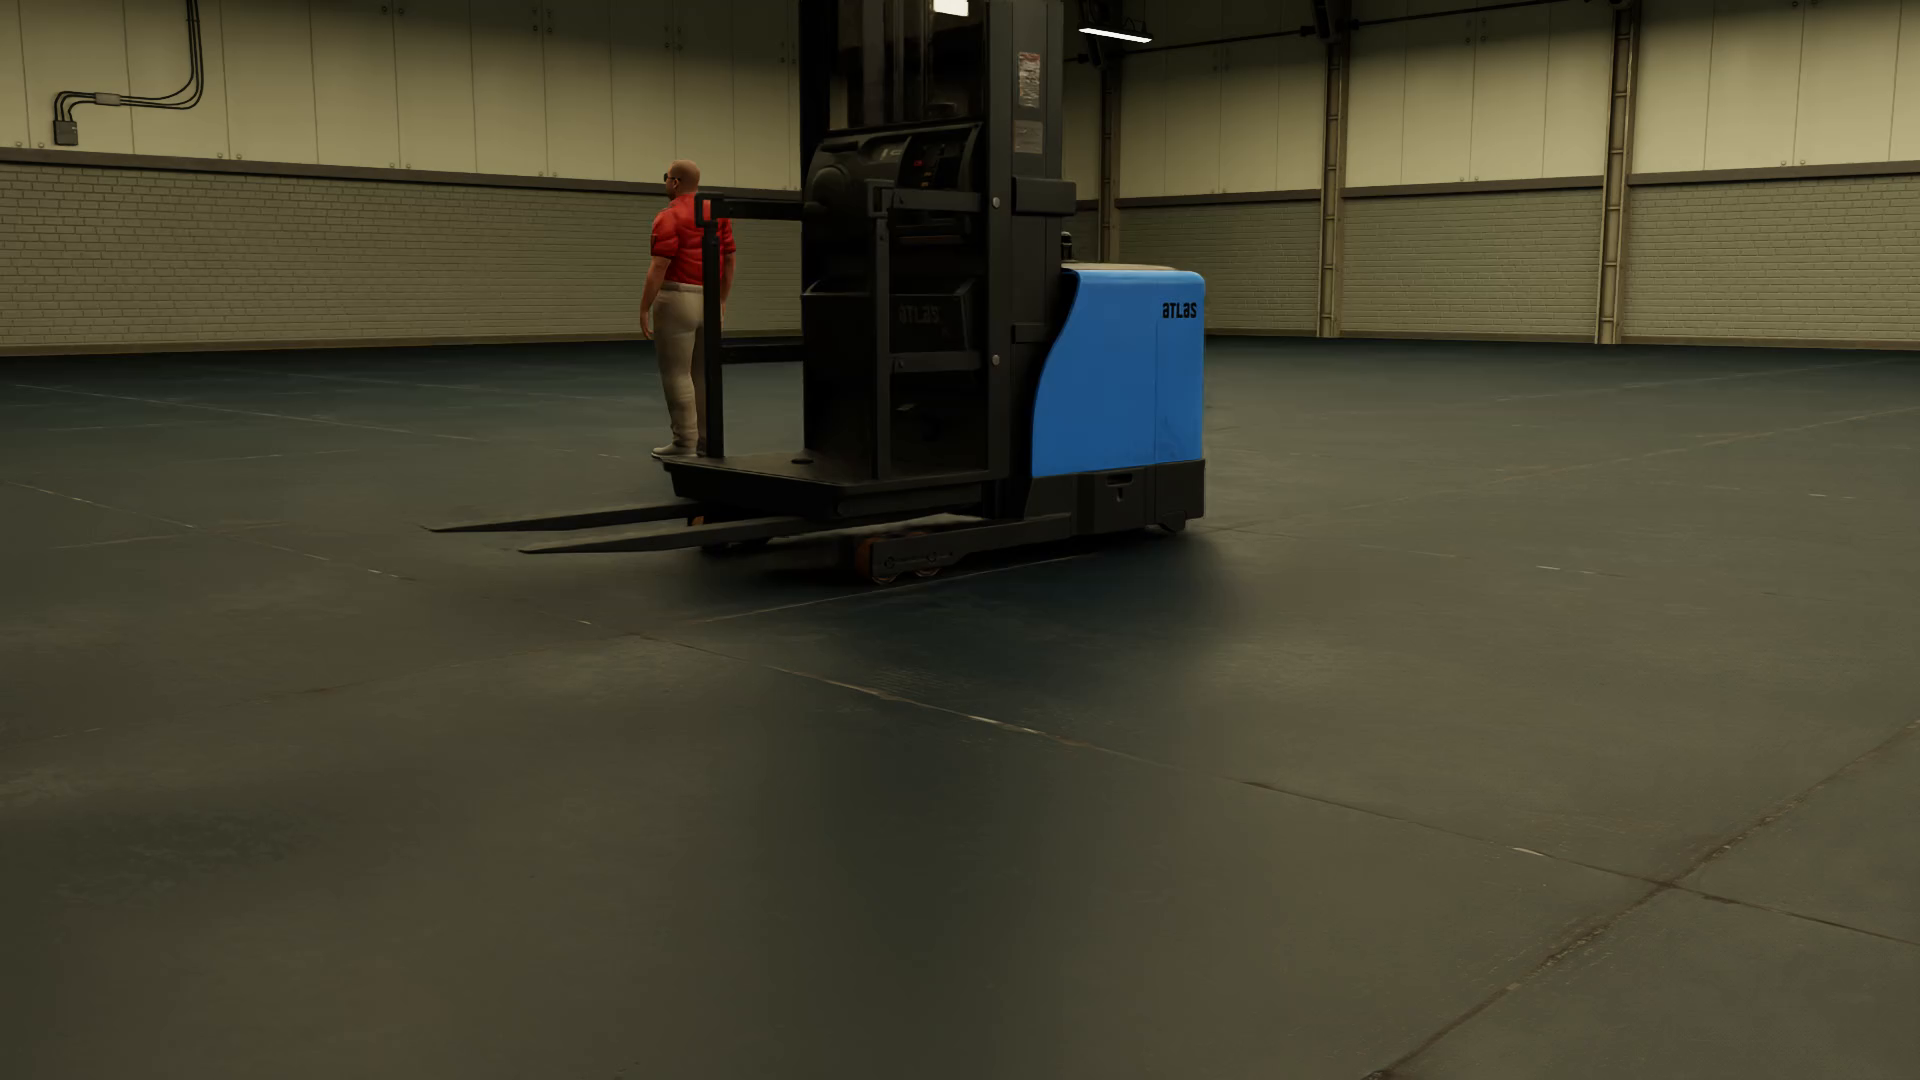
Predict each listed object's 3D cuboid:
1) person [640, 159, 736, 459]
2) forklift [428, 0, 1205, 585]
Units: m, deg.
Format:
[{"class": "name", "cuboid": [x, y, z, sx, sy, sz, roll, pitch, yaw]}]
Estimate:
[{"class": "person", "cuboid": [-1.648, -1.333, 9.720, 0.551, 1.727, 0.640, 7, 11, 41]}, {"class": "forklift", "cuboid": [-0.413, -1.383, 6.056, 3.031, 2.935, 1.130, -8, 12, -42]}]
